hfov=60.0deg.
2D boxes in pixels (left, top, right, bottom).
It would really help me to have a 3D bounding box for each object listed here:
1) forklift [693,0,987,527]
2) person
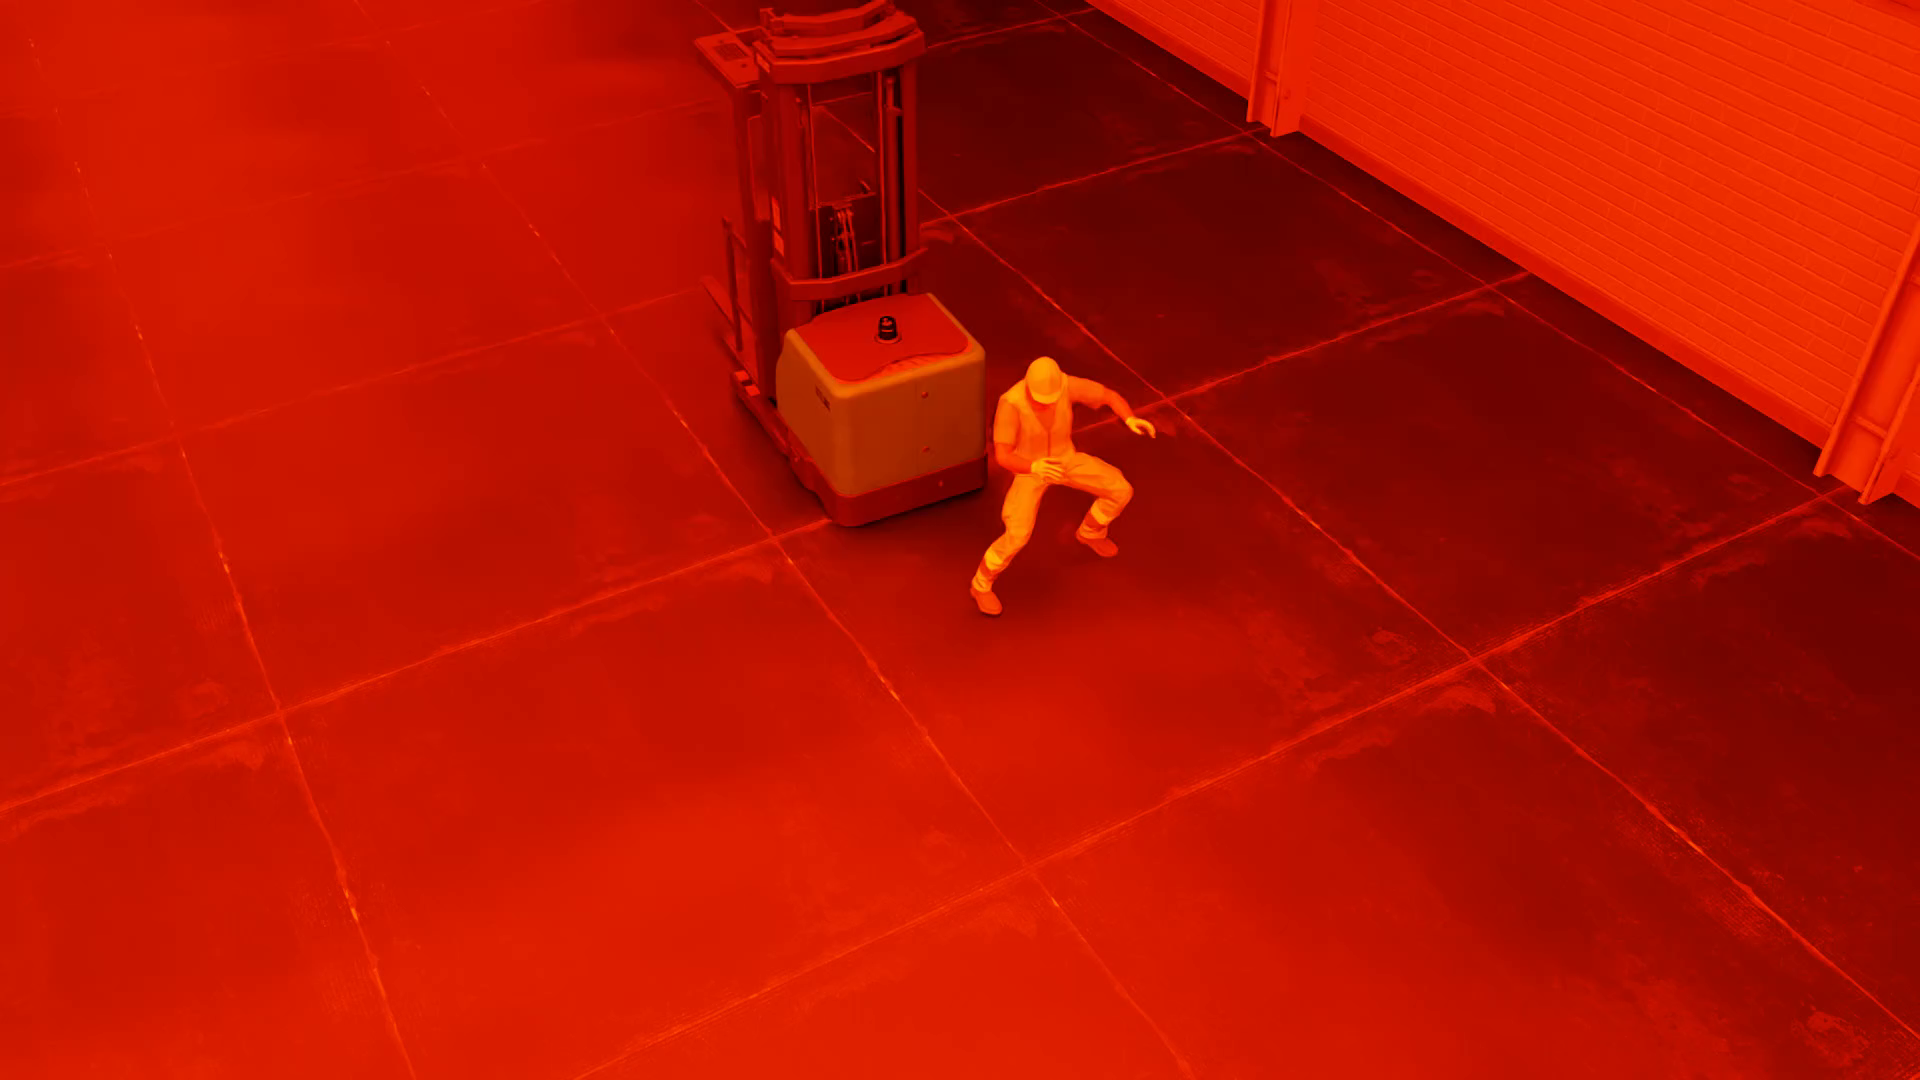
[{"bbox_3d":[-0.941,-2.142,10.619,1.130,2.935,3.031,-18,43,-20],"label":"forklift"},{"bbox_3d":[0.542,-0.376,9.596,1.032,1.518,0.762,-13,41,-15],"label":"person"}]
